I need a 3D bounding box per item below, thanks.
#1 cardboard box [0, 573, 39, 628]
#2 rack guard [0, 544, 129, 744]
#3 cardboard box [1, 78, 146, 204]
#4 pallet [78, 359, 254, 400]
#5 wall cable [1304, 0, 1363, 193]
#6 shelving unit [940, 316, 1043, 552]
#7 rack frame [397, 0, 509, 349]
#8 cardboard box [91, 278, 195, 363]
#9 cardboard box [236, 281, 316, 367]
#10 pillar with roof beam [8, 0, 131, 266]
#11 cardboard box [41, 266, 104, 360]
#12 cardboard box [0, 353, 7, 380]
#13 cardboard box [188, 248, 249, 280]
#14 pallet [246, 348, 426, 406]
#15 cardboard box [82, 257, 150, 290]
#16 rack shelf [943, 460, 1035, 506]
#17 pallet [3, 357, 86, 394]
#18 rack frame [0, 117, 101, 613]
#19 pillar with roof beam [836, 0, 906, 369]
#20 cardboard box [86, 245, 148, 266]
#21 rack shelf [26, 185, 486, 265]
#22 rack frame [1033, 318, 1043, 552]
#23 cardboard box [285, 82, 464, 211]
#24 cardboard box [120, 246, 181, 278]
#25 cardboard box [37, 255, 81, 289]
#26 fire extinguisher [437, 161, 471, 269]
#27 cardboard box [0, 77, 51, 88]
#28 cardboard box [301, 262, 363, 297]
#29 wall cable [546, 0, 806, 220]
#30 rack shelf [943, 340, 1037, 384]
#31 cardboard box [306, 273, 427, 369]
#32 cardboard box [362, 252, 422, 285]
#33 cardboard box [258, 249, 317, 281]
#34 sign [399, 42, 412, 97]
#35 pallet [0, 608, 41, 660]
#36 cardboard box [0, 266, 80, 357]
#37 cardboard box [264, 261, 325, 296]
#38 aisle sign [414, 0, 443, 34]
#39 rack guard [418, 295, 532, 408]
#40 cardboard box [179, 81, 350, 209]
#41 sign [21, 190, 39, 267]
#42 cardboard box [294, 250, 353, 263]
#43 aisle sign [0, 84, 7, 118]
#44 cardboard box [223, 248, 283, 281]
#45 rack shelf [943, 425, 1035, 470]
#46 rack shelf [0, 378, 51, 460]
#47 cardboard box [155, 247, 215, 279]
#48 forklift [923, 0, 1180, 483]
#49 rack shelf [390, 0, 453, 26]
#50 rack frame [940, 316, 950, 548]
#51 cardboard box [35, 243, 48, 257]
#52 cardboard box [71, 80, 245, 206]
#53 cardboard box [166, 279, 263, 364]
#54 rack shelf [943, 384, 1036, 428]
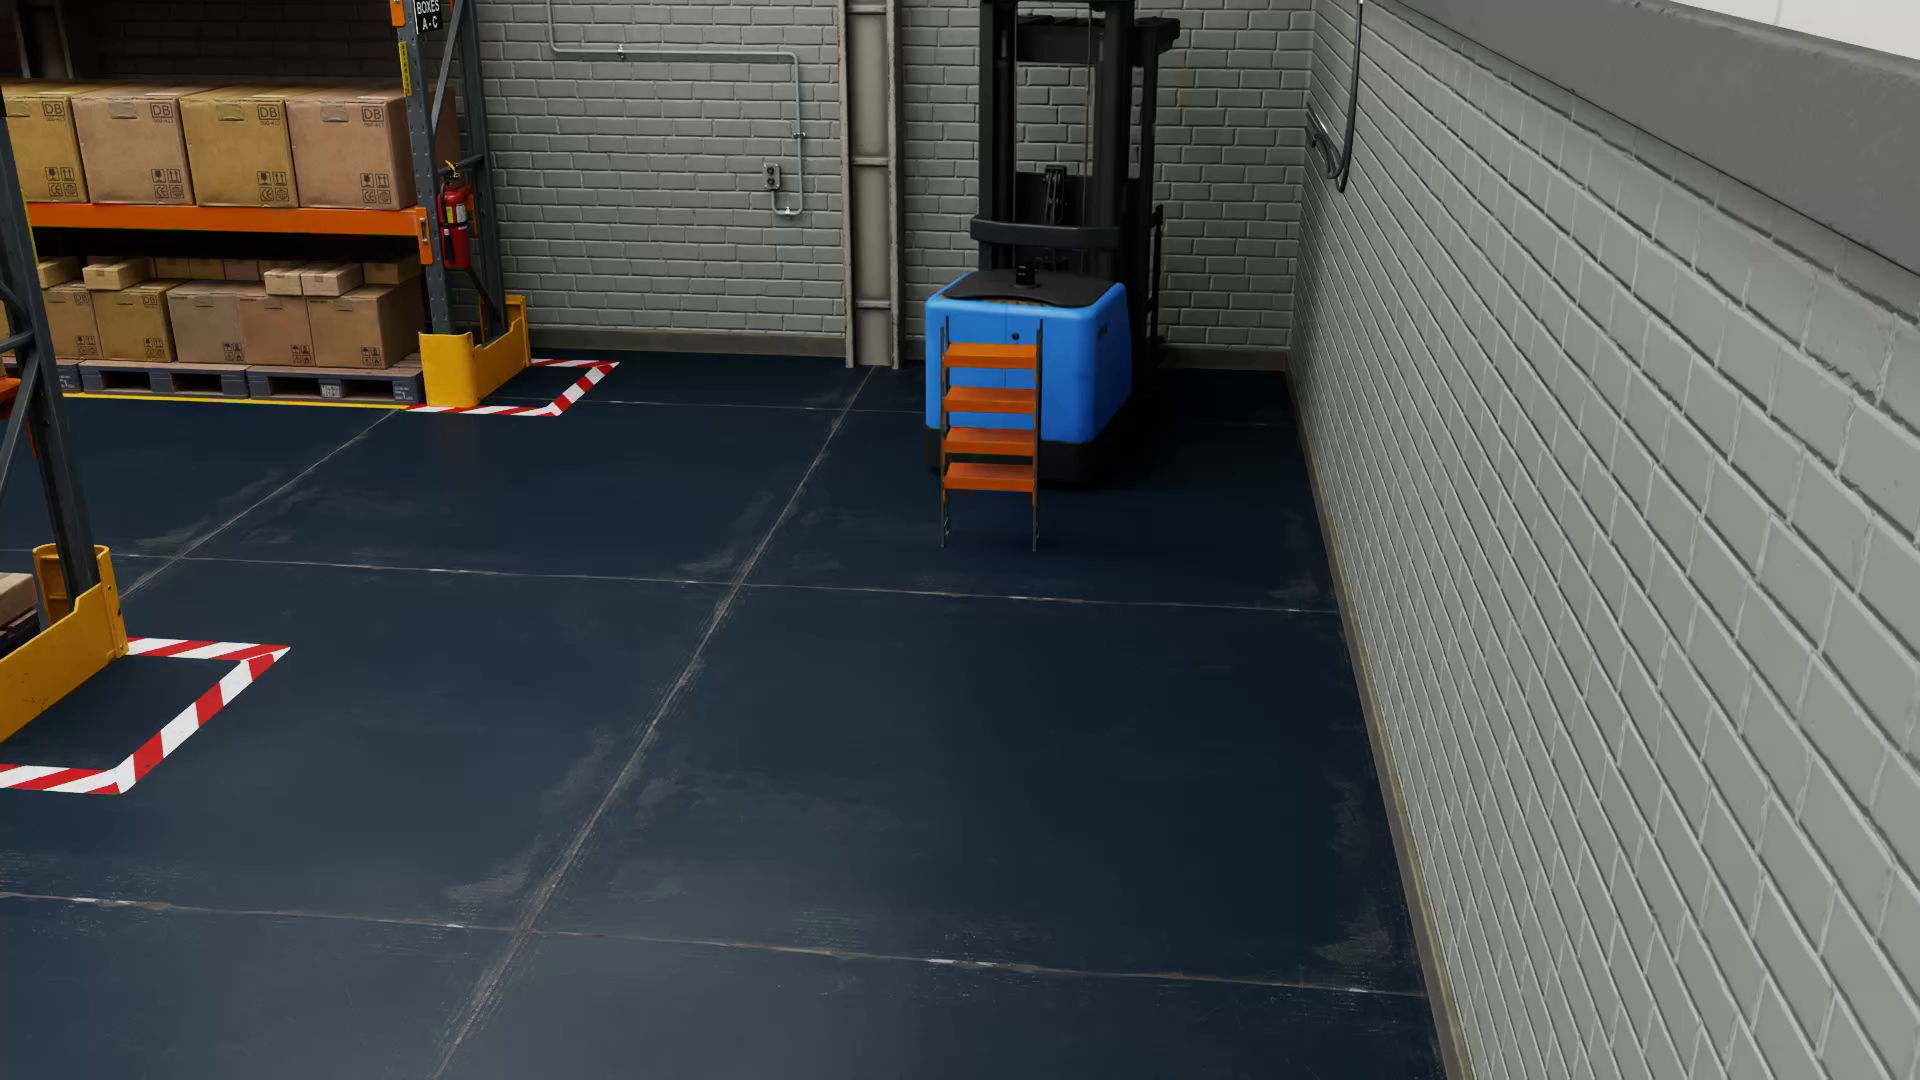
[{"bbox_3d":[-4.355,0.285,7.418,0.250,0.149,0.380,2,22,6],"label":"cardboard box"},{"bbox_3d":[-4.055,0.467,7.079,0.348,0.500,1.175,2,22,6],"label":"rack guard"},{"bbox_3d":[-6.112,-2.751,11.410,0.700,0.700,0.980,2,22,5],"label":"cardboard box"},{"bbox_3d":[-5.412,-1.264,11.850,1.213,0.211,1.003,2,22,6],"label":"pallet"},{"bbox_3d":[2.174,-3.472,9.705,0.112,2.526,3.097,2,22,6],"label":"wall cable"},{"bbox_3d":[0.164,-0.551,8.701,0.503,1.200,0.258,2,22,6],"label":"shelving unit"},{"bbox_3d":[-3.400,-2.501,11.186,0.127,3.000,1.000,2,22,6],"label":"rack frame"},{"bbox_3d":[-5.634,-1.591,11.714,0.500,0.500,0.700,3,22,8],"label":"cardboard box"},{"bbox_3d":[-4.604,-1.549,11.608,0.500,0.500,0.700,2,22,6],"label":"cardboard box"},{"bbox_3d":[-7.082,-4.178,7.268,0.400,9.000,9.100,2,22,6],"label":"pillar with roof beam"},{"bbox_3d":[-6.144,-1.614,11.772,0.500,0.500,0.700,2,22,6],"label":"cardboard box"},{"bbox_3d":[-4.389,-0.854,6.885,0.500,0.500,0.500,3,22,7],"label":"cardboard box"},{"bbox_3d":[-5.219,-1.951,11.742,0.250,0.149,0.380,3,22,7],"label":"cardboard box"},{"bbox_3d":[-4.204,-1.210,11.714,1.213,0.211,1.003,2,22,6],"label":"pallet"},{"bbox_3d":[-5.805,-1.835,11.448,0.250,0.149,0.380,2,22,5],"label":"cardboard box"},{"bbox_3d":[0.164,-0.304,8.799,0.480,0.148,0.258,2,22,6],"label":"rack shelf"},{"bbox_3d":[-6.627,-1.316,11.981,1.213,0.211,1.003,2,22,6],"label":"pallet"},{"bbox_3d":[-3.980,-0.692,6.611,0.127,3.000,1.000,2,22,6],"label":"rack frame"},{"bbox_3d":[-1.124,-3.918,6.611,0.400,9.000,9.100,2,22,6],"label":"pillar with roof beam"},{"bbox_3d":[-5.977,-1.984,11.826,0.250,0.149,0.380,2,22,5],"label":"cardboard box"},{"bbox_3d":[-5.387,-2.253,11.537,4.000,0.370,1.077,2,22,6],"label":"rack shelf"},{"bbox_3d":[0.407,-0.540,8.674,0.015,1.200,0.240,2,22,6],"label":"rack frame"},{"bbox_3d":[-3.908,-2.659,11.178,0.700,0.700,0.980,3,22,9],"label":"cardboard box"},{"bbox_3d":[-5.727,-1.973,11.797,0.250,0.149,0.380,3,22,7],"label":"cardboard box"},{"bbox_3d":[-6.323,-1.857,11.505,0.250,0.149,0.380,3,22,8],"label":"cardboard box"},{"bbox_3d":[-3.305,-2.117,10.826,0.183,0.674,0.296,2,22,6],"label":"fire extinguisher"},{"bbox_3d":[-6.836,-2.784,11.495,0.700,0.700,0.980,3,22,7],"label":"cardboard box"},{"bbox_3d":[-4.256,-1.768,11.279,0.250,0.149,0.380,2,22,6],"label":"cardboard box"},{"bbox_3d":[-2.018,-3.264,11.733,1.851,1.984,0.084,2,22,6],"label":"wall cable"},{"bbox_3d":[0.164,-0.916,8.557,0.480,0.148,0.258,2,22,6],"label":"rack shelf"},{"bbox_3d":[-4.107,-1.528,11.553,0.500,0.500,0.700,2,22,6],"label":"cardboard box"},{"bbox_3d":[-3.960,-1.897,11.605,0.250,0.149,0.380,3,22,7],"label":"cardboard box"},{"bbox_3d":[-4.711,-1.930,11.687,0.250,0.149,0.380,3,22,7],"label":"cardboard box"},{"bbox_3d":[-3.478,-2.952,10.430,0.005,0.325,0.100,2,22,6],"label":"sign"},{"bbox_3d":[-4.847,0.567,7.219,1.213,0.211,1.003,2,22,6],"label":"pallet"},{"bbox_3d":[-6.642,-1.637,11.830,0.500,0.500,0.700,3,22,7],"label":"cardboard box"},{"bbox_3d":[-4.510,-1.779,11.307,0.250,0.149,0.380,3,22,8],"label":"cardboard box"},{"bbox_3d":[-3.364,-3.597,10.423,0.004,0.787,0.394,2,22,6],"label":"aisle sign"},{"bbox_3d":[-3.377,-1.338,11.643,0.348,0.500,1.175,2,22,6],"label":"rack guard"},{"bbox_3d":[-4.632,-2.686,11.247,0.700,0.700,0.980,2,22,6],"label":"cardboard box"},{"bbox_3d":[-3.916,-1.293,6.953,0.005,0.325,0.100,2,22,6],"label":"sign"},{"bbox_3d":[-4.463,-1.919,11.659,0.250,0.149,0.380,3,22,6],"label":"cardboard box"},{"bbox_3d":[-3.877,-2.006,6.397,0.004,0.787,0.394,2,22,6],"label":"aisle sign"},{"bbox_3d":[-4.964,-1.940,11.714,0.250,0.149,0.380,3,22,7],"label":"cardboard box"},{"bbox_3d":[0.164,-0.488,8.726,0.480,0.148,0.258,2,22,6],"label":"rack shelf"},{"bbox_3d":[-5.966,-0.444,6.962,4.000,0.370,1.077,2,22,6],"label":"rack shelf"},{"bbox_3d":[-5.470,-1.962,11.770,0.250,0.149,0.380,2,22,5],"label":"cardboard box"},{"bbox_3d":[0.727,-2.203,10.525,1.130,2.935,3.031,7,23,17],"label":"forklift"},{"bbox_3d":[-5.387,-3.648,10.986,4.000,0.370,1.077,2,22,6],"label":"rack shelf"},{"bbox_3d":[-0.078,-0.561,8.728,0.015,1.200,0.240,2,22,6],"label":"rack frame"},{"bbox_3d":[-6.763,-2.018,11.910,0.250,0.149,0.380,2,22,6],"label":"cardboard box"},{"bbox_3d":[-5.388,-2.723,11.339,0.700,0.700,0.980,1,22,4],"label":"cardboard box"},{"bbox_3d":[-5.104,-1.571,11.662,0.500,0.500,0.700,2,22,5],"label":"cardboard box"},{"bbox_3d":[0.164,-0.696,8.644,0.480,0.148,0.258,2,22,6],"label":"rack shelf"}]
